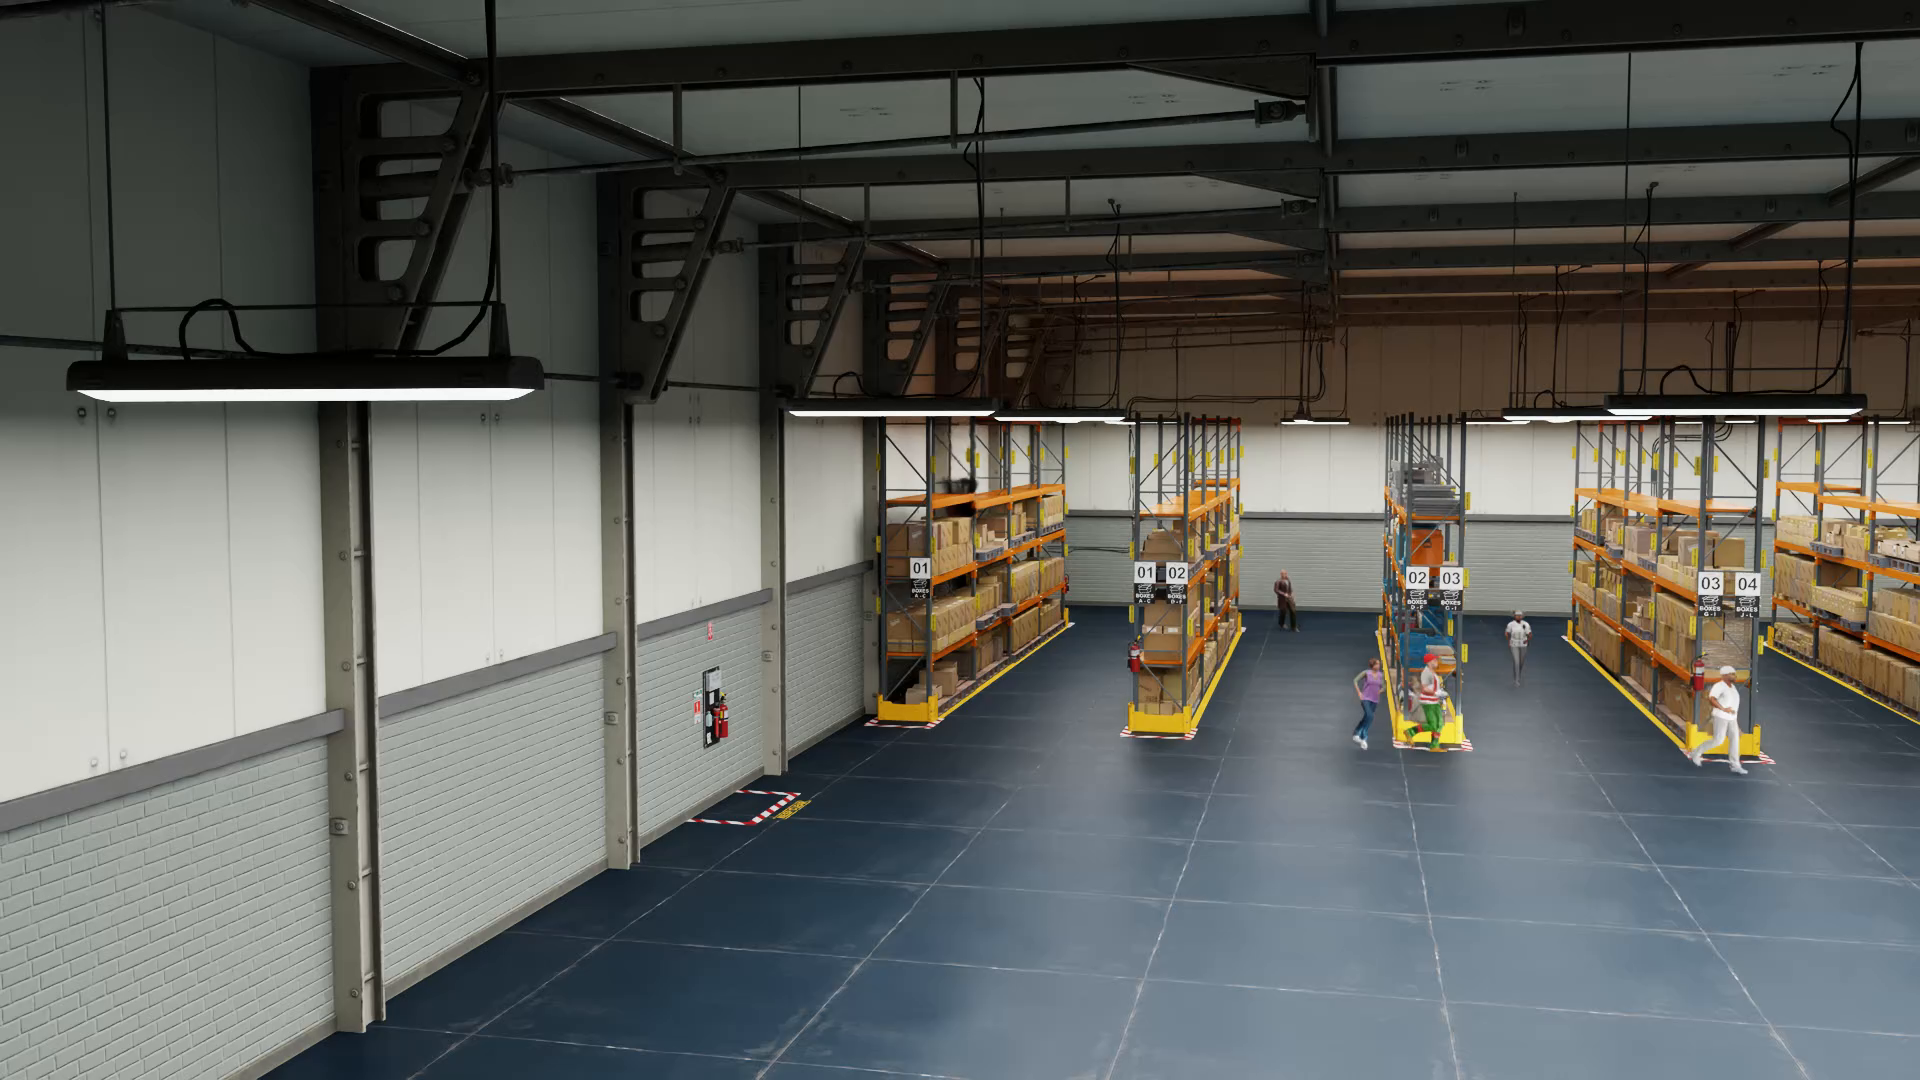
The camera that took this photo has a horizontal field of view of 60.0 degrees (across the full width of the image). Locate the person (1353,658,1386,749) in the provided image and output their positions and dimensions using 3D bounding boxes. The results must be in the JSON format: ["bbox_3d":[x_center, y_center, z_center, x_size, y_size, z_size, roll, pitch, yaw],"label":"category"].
[{"bbox_3d":[7.365,2.928,29.893,0.535,1.599,0.642,-1,4,-20],"label":"person"}]

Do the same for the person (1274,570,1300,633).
[{"bbox_3d":[9.058,1.722,46.680,0.751,1.809,0.887,-2,4,-22],"label":"person"}]

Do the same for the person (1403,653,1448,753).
[{"bbox_3d":[8.240,2.863,29.288,0.733,1.754,0.667,2,4,26],"label":"person"}]

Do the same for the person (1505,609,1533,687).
[{"bbox_3d":[12.378,2.363,36.833,0.573,1.696,0.838,1,4,10],"label":"person"}]

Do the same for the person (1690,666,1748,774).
[{"bbox_3d":[12.770,2.965,27.715,0.760,1.732,0.963,-3,5,-36],"label":"person"}]
